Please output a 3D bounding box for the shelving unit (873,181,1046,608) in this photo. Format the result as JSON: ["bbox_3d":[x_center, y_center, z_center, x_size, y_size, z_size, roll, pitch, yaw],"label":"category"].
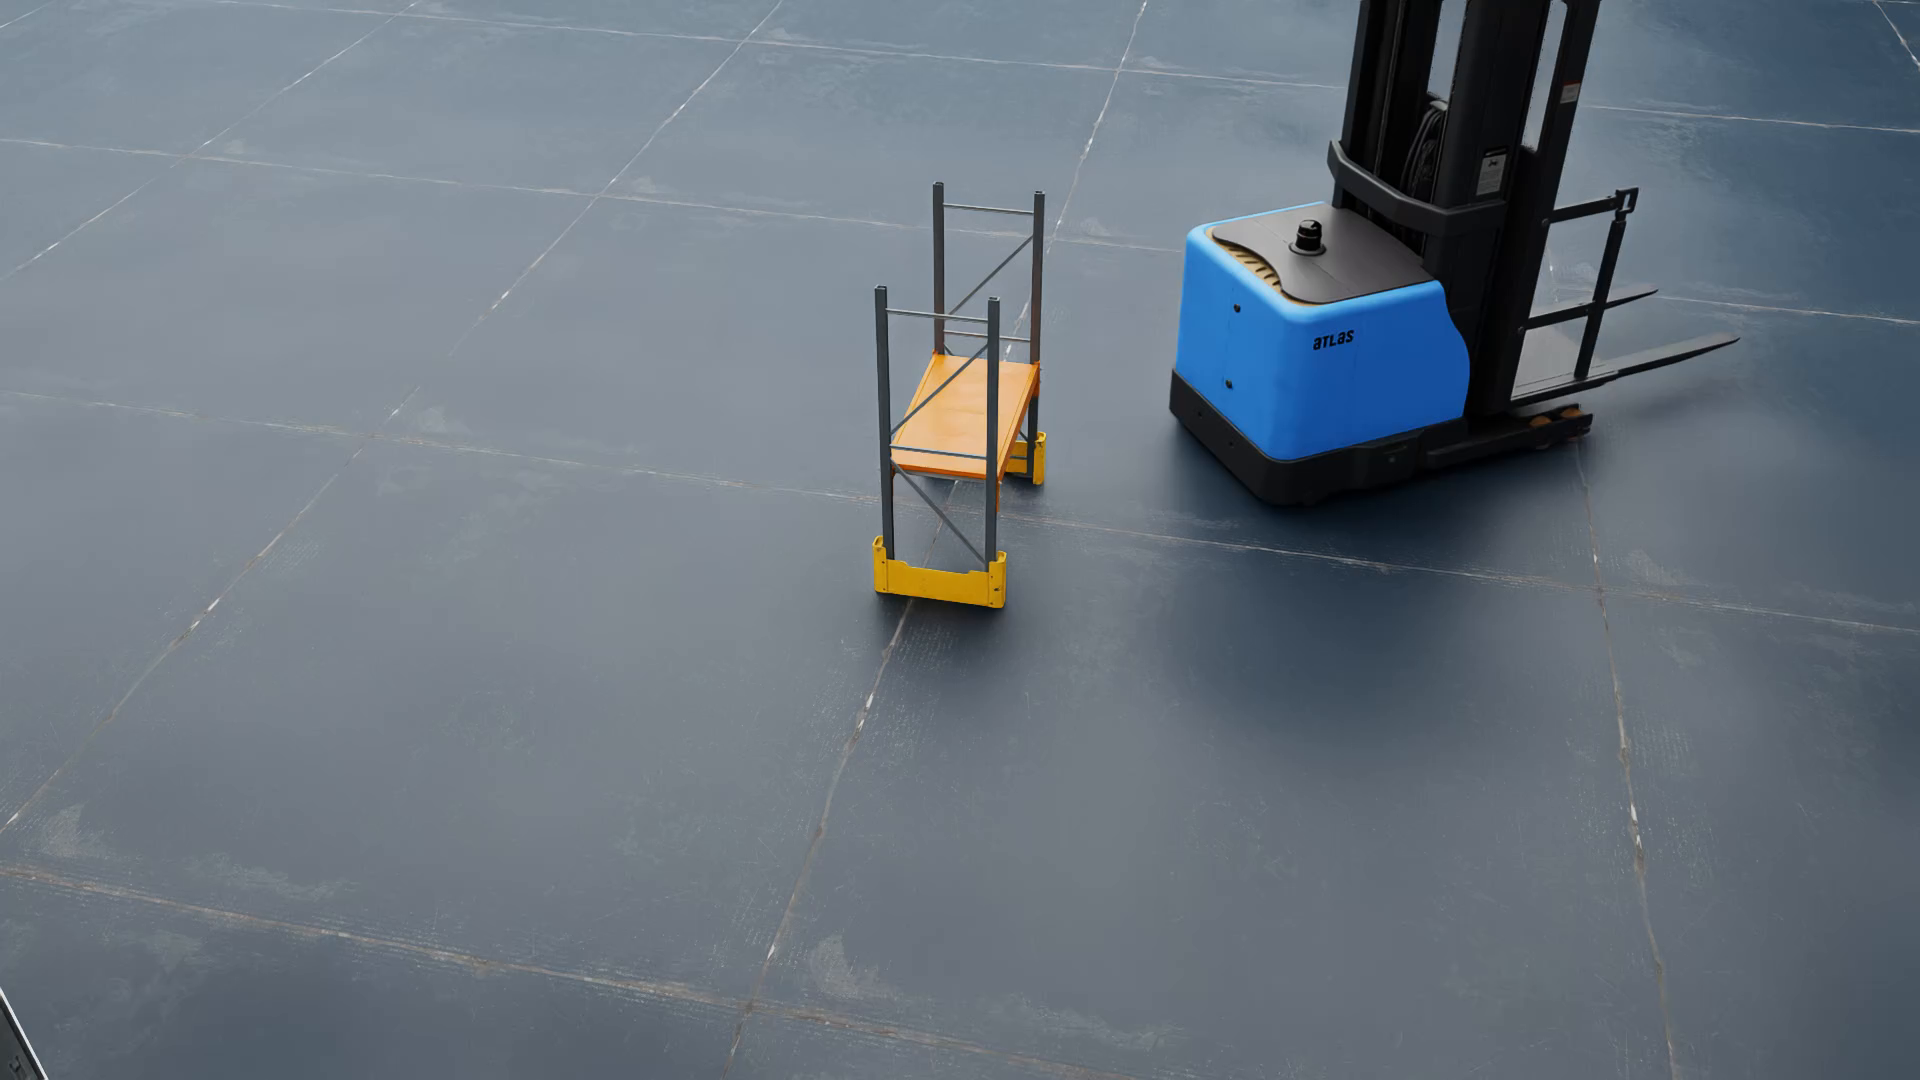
[{"bbox_3d":[0.016,-0.651,7.370,0.587,1.500,1.083,7,37,10],"label":"shelving unit"}]

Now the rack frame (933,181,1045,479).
[{"bbox_3d":[0.127,-0.948,7.779,0.500,1.500,0.032,7,37,10],"label":"rack frame"}]

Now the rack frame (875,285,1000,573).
[{"bbox_3d":[-0.090,-0.365,6.975,0.500,1.500,0.032,7,37,10],"label":"rack frame"}]

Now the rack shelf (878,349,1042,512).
[{"bbox_3d":[0.018,-0.511,7.483,0.538,0.185,1.000,7,37,10],"label":"rack shelf"}]

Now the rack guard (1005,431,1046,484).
[{"bbox_3d":[0.123,-0.430,8.131,0.587,0.250,0.087,7,37,10],"label":"rack guard"}]

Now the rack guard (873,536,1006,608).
[{"bbox_3d":[-0.090,0.141,7.343,0.587,0.250,0.087,7,37,10],"label":"rack guard"}]

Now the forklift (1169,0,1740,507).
[{"bbox_3d":[2.640,-1.910,7.888,3.031,2.935,1.130,-14,38,-19],"label":"forklift"}]
